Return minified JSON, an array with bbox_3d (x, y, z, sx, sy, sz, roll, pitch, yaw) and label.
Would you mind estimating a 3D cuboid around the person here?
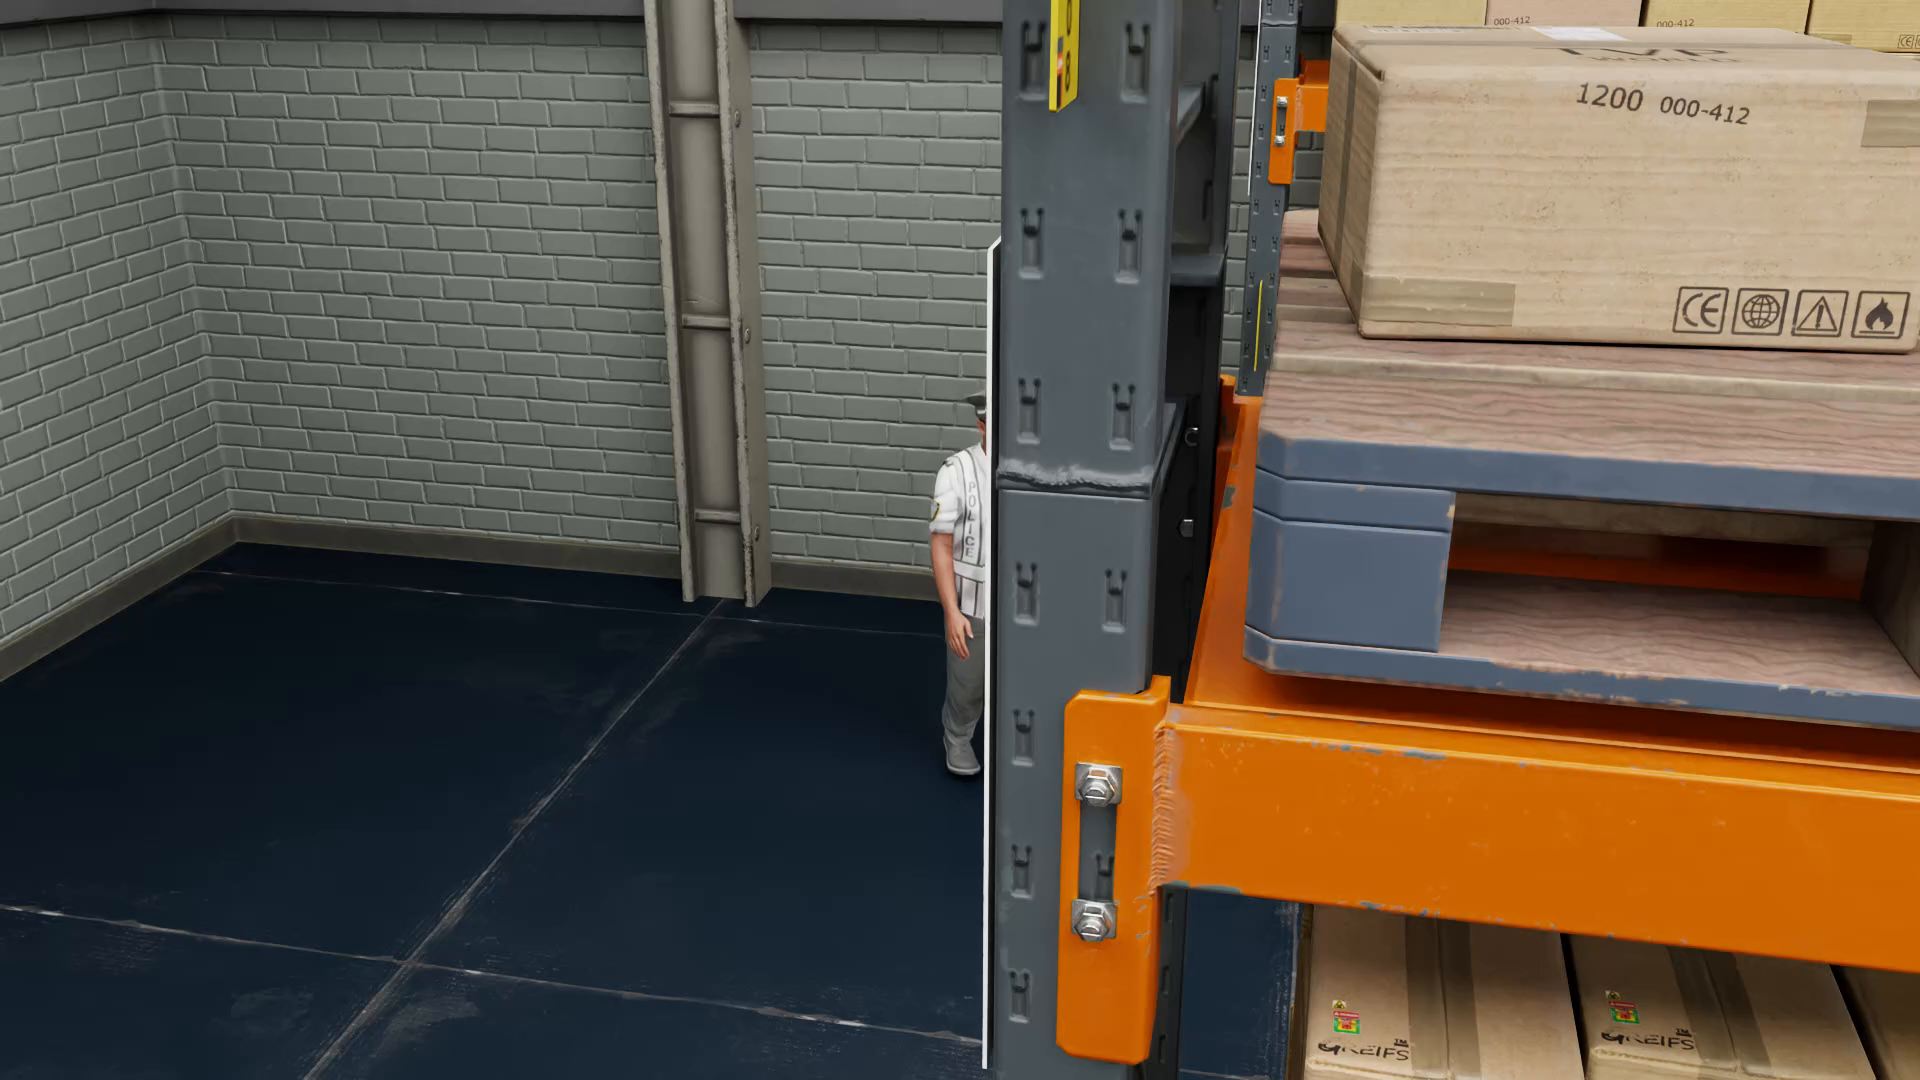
[{"bbox_3d":[0.159,0.248,6.425,0.539,1.733,0.932,-5,22,-12],"label":"person"}]
